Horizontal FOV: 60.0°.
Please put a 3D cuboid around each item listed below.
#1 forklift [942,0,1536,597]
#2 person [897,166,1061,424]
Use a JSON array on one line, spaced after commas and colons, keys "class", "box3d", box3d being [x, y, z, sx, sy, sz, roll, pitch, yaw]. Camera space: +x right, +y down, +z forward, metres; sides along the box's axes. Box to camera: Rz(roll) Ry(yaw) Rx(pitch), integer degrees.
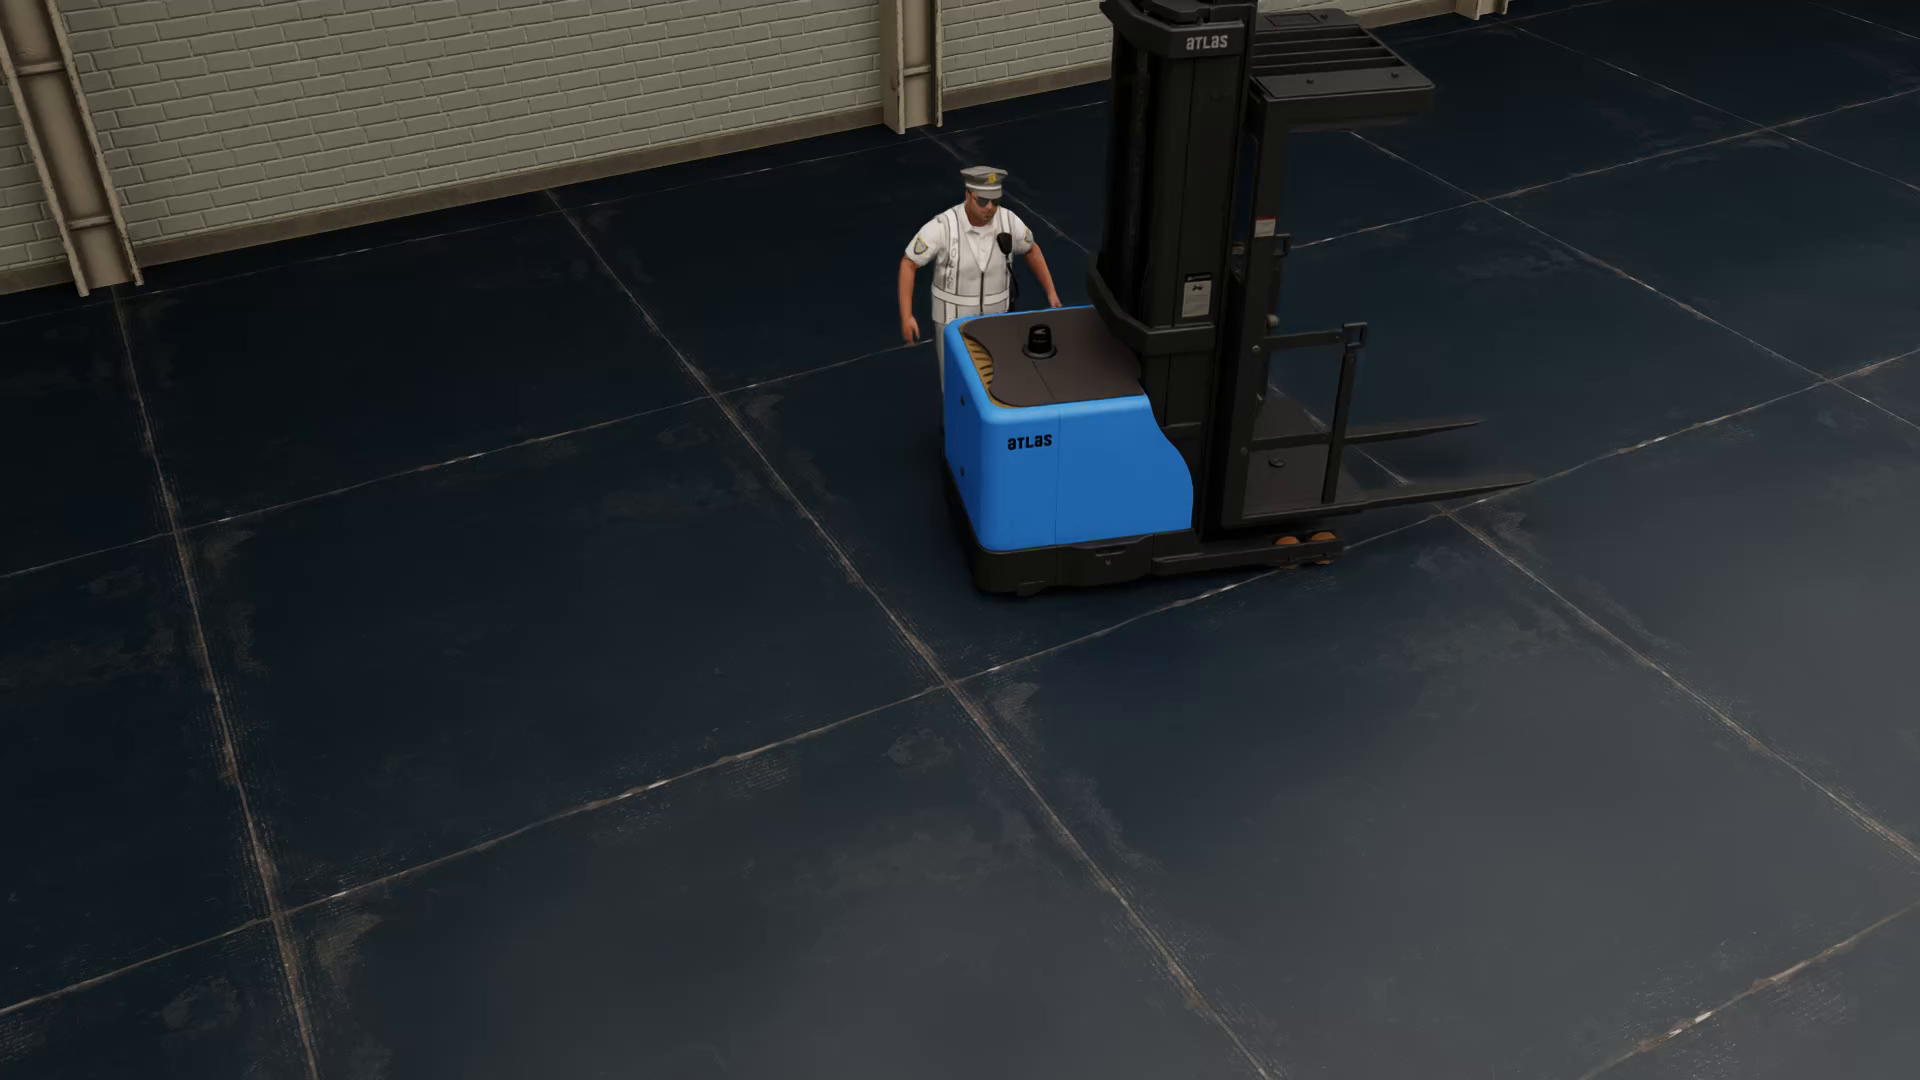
[{"class": "forklift", "box3d": [1.477, -1.341, 8.020, 3.031, 2.935, 1.130, -7, 36, -10]}, {"class": "person", "box3d": [0.120, -1.152, 8.828, 0.901, 1.712, 0.594, -10, 36, -14]}]
